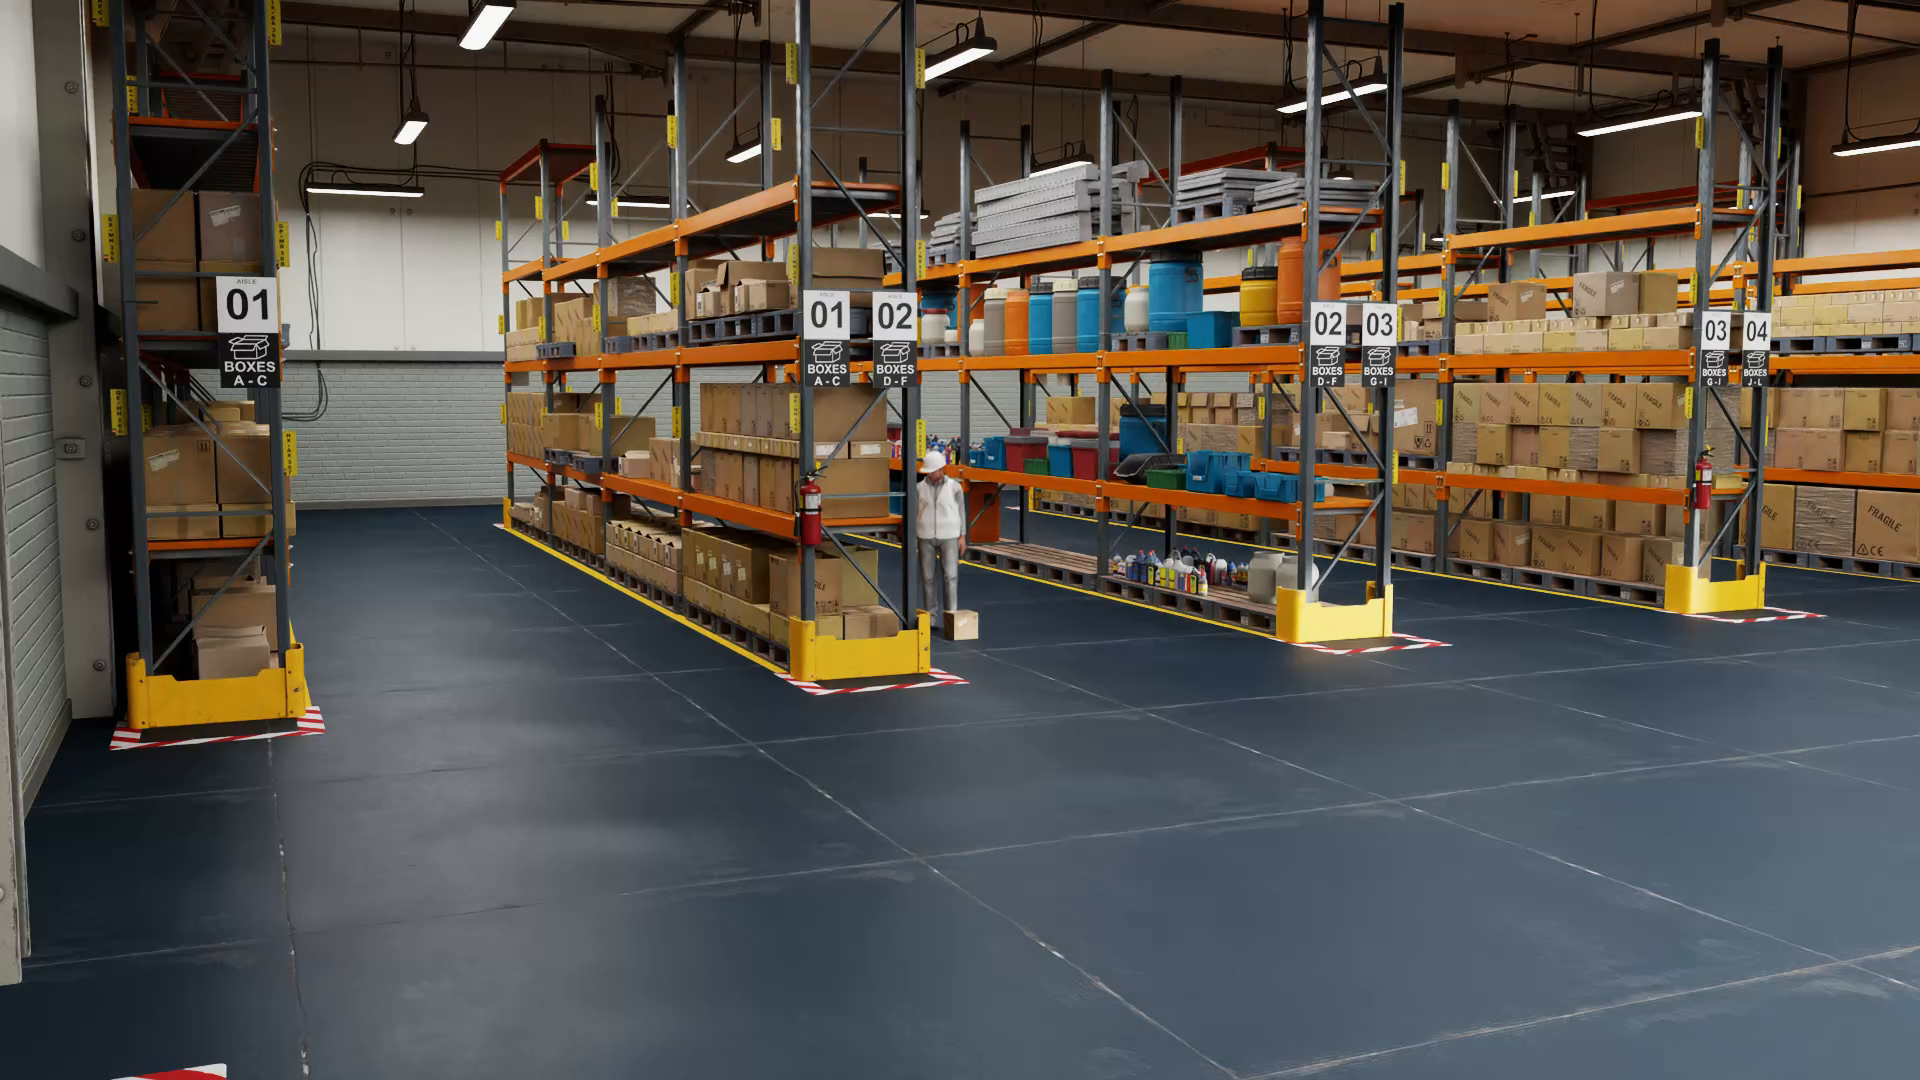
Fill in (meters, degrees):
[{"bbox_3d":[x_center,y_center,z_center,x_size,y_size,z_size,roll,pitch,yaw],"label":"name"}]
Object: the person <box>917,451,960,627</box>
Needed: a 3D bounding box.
[{"bbox_3d":[-0.212,0.005,16.421,0.490,1.765,0.621,1,5,6],"label":"person"}]
